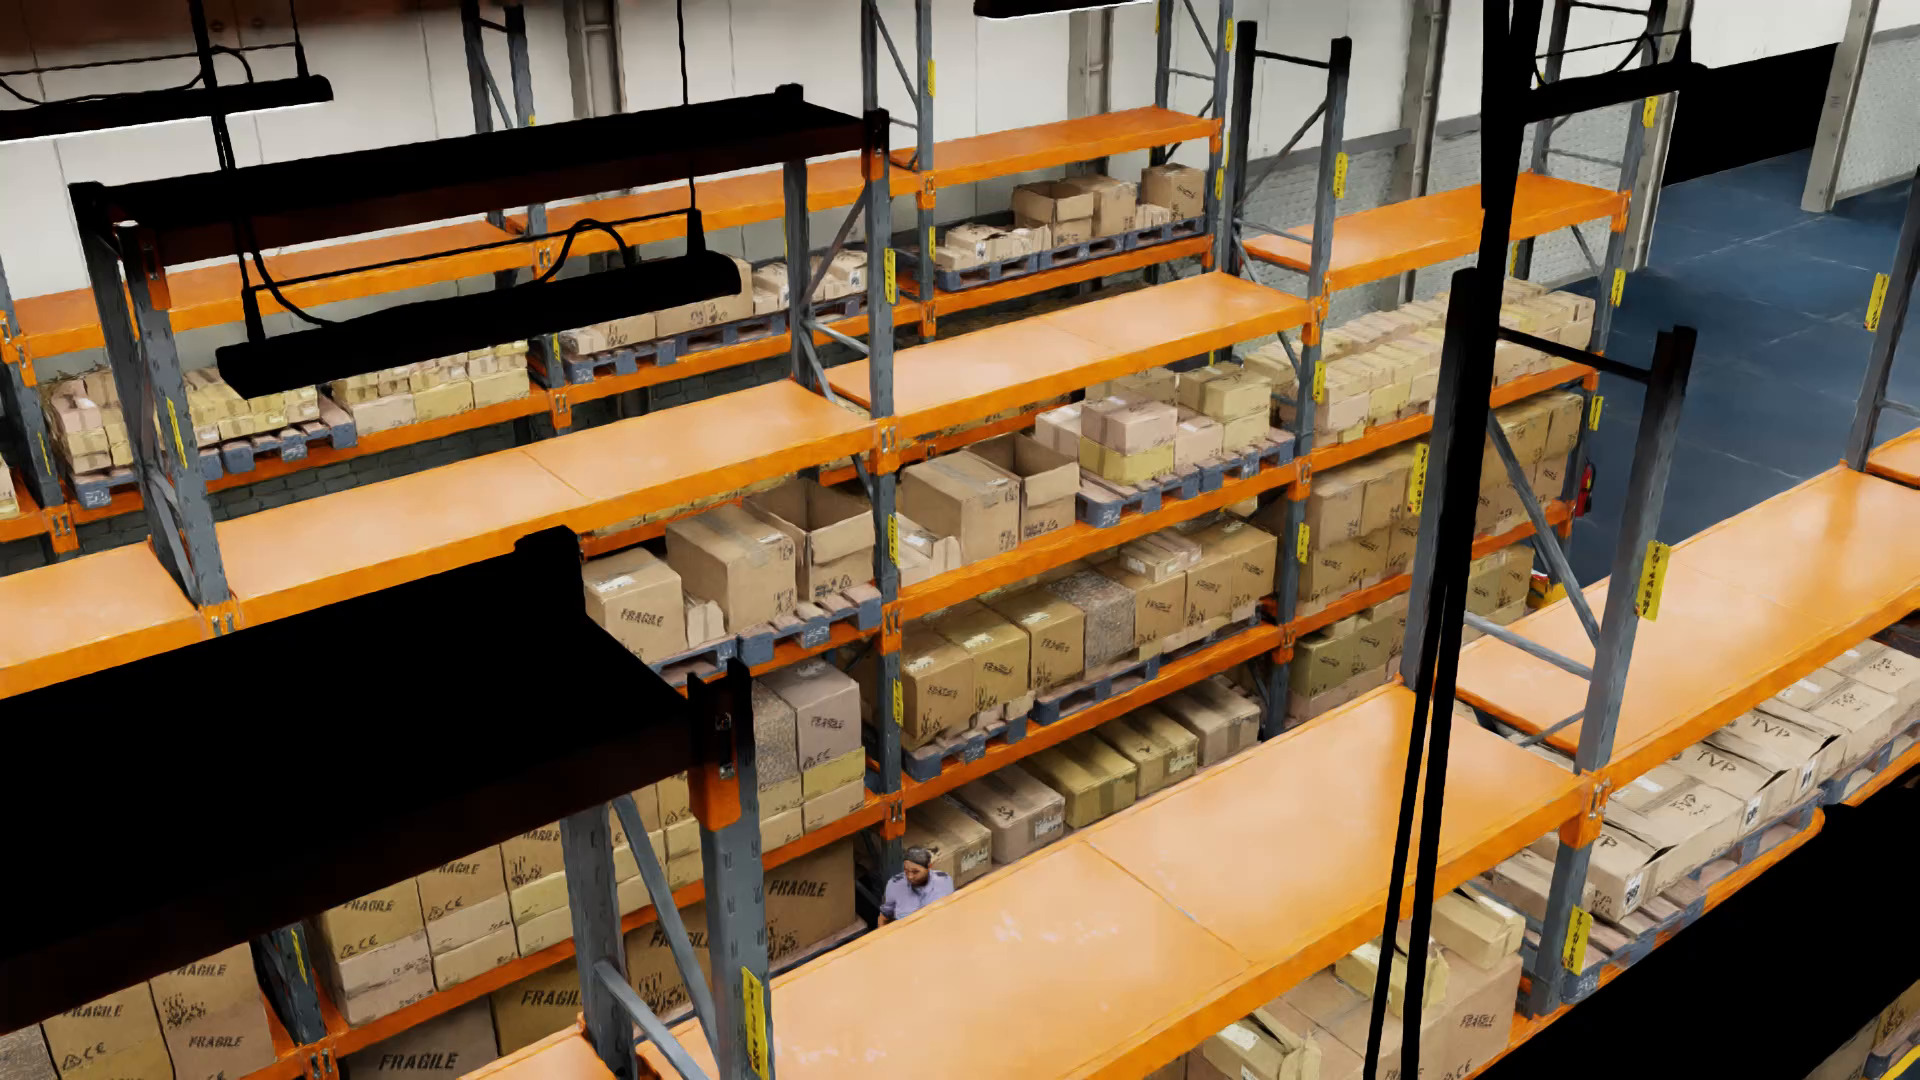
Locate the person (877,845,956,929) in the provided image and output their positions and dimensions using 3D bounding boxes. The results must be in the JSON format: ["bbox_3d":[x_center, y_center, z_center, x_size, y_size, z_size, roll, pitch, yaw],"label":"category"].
[{"bbox_3d":[-0.265,2.671,10.766,0.595,1.639,0.554,-7,27,-13],"label":"person"}]
